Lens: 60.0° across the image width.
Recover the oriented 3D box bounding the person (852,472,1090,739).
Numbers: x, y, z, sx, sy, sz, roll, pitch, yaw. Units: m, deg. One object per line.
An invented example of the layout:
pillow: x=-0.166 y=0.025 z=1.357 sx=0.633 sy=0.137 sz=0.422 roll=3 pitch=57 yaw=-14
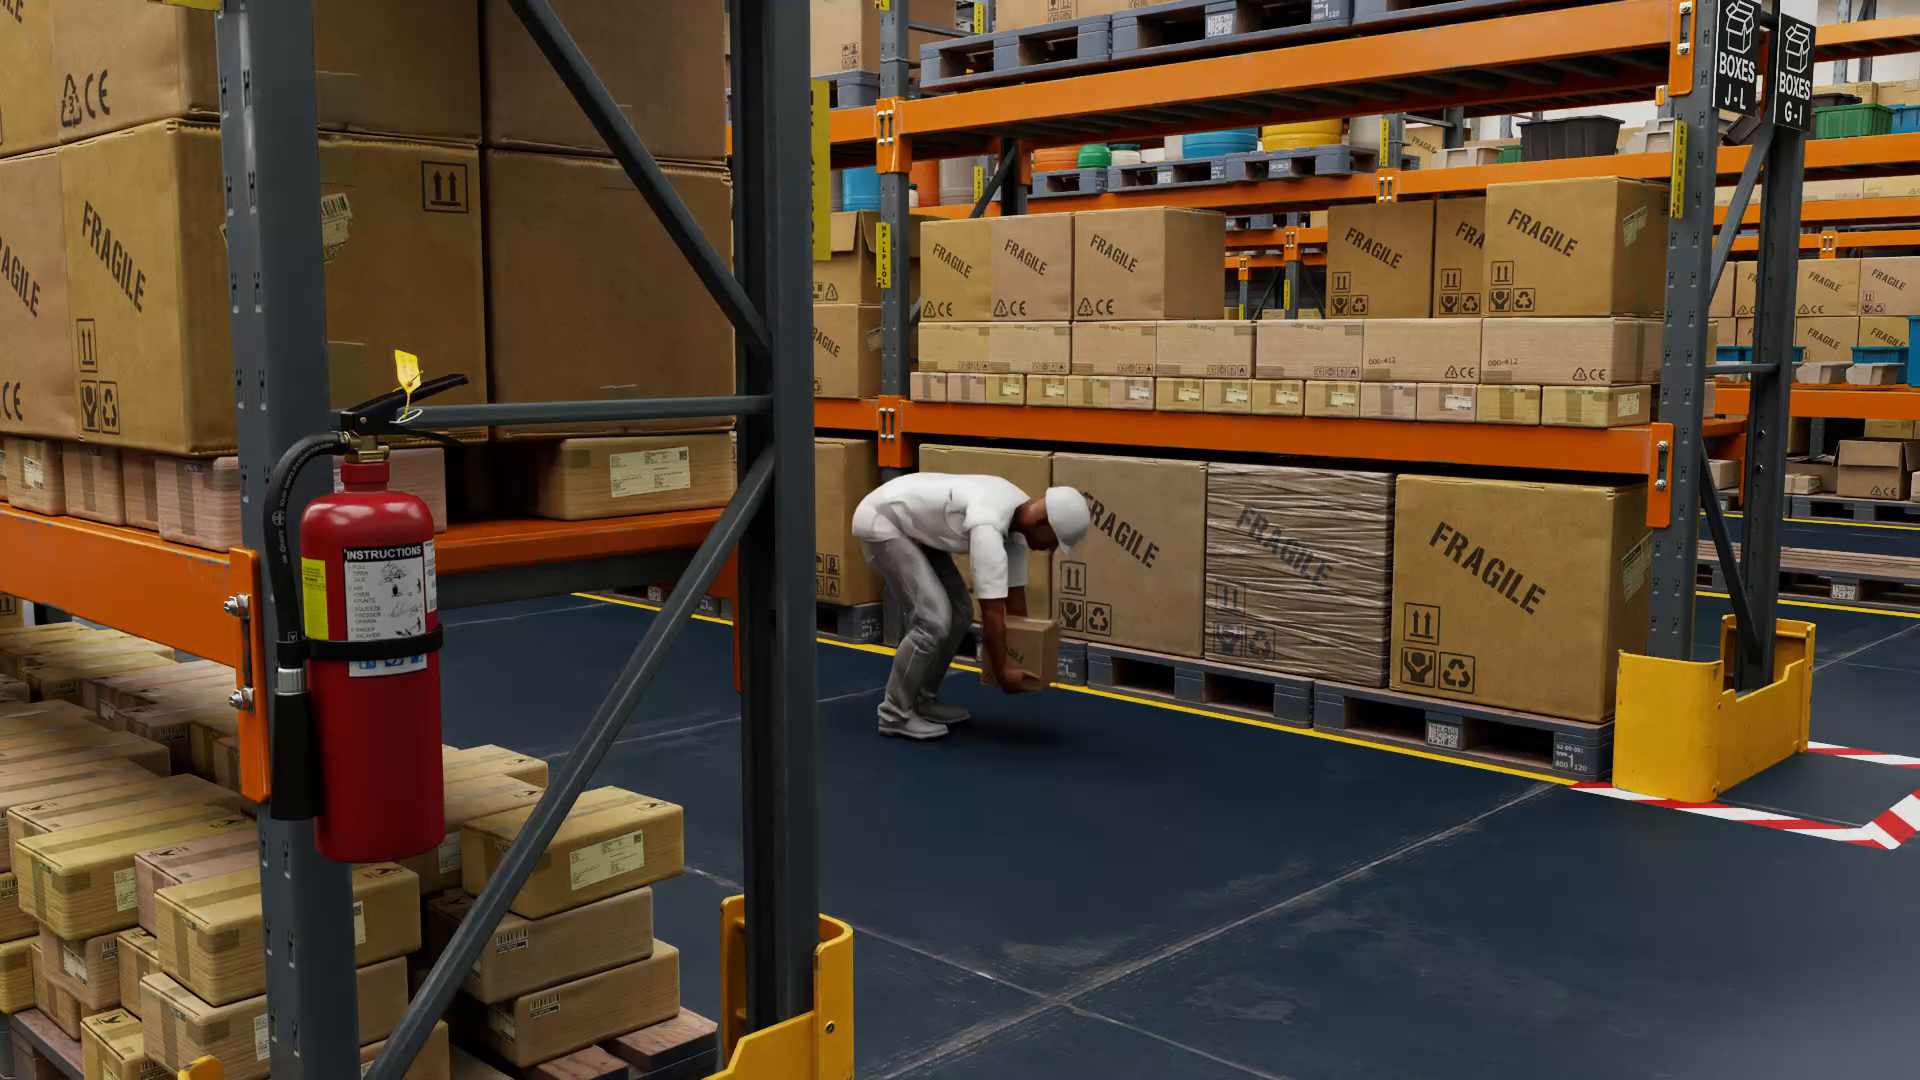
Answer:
person: x=0.050 y=0.265 z=6.819 sx=0.982 sy=1.075 sz=0.480 roll=2 pitch=7 yaw=17
